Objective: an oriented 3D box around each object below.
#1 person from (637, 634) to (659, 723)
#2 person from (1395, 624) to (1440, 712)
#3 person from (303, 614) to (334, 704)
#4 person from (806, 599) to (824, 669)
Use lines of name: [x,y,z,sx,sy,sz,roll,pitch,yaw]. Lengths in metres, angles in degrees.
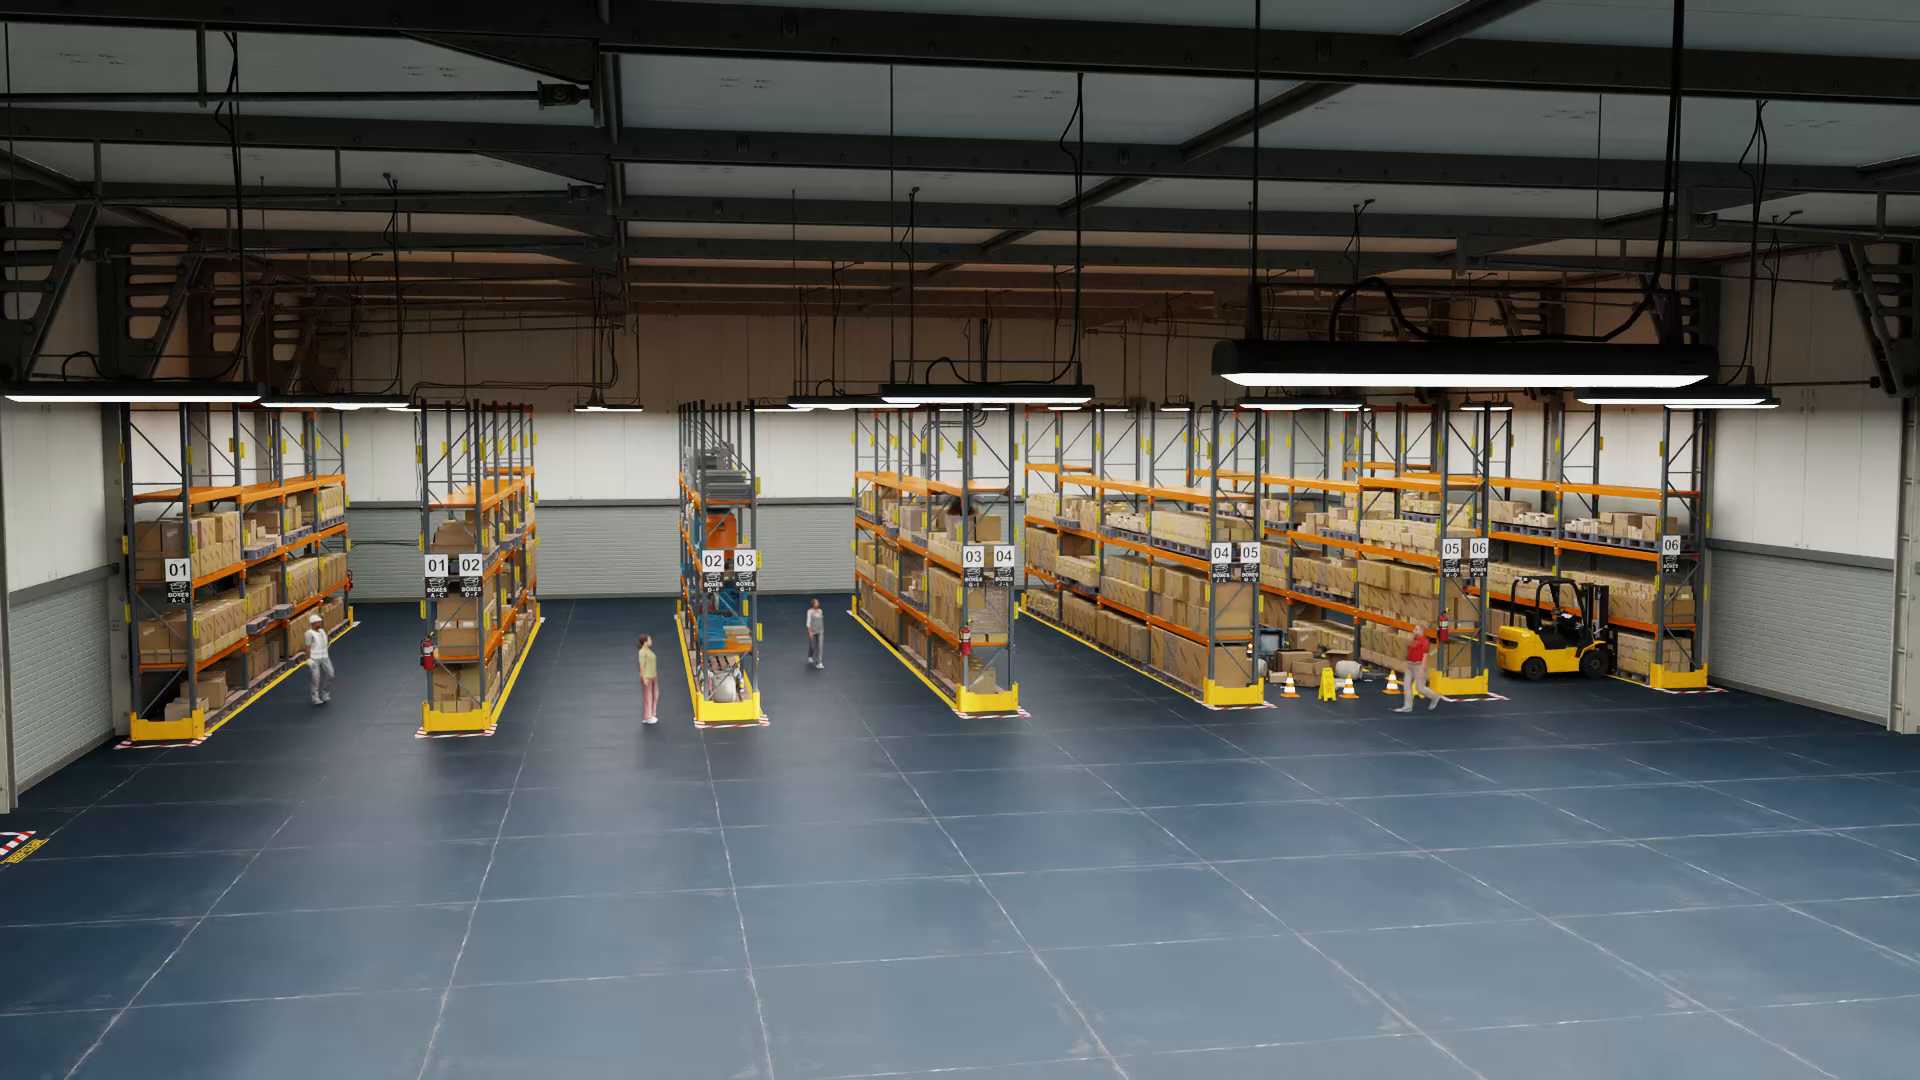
person: [-5.790,2.582,30.929,0.417,1.703,0.547,2,5,22]
person: [8.797,2.460,31.887,0.803,1.696,0.534,-2,5,-27]
person: [-12.723,2.360,32.930,0.469,1.781,0.612,3,5,33]
person: [-3.282,2.099,37.682,0.434,1.548,0.823,-1,5,-18]
